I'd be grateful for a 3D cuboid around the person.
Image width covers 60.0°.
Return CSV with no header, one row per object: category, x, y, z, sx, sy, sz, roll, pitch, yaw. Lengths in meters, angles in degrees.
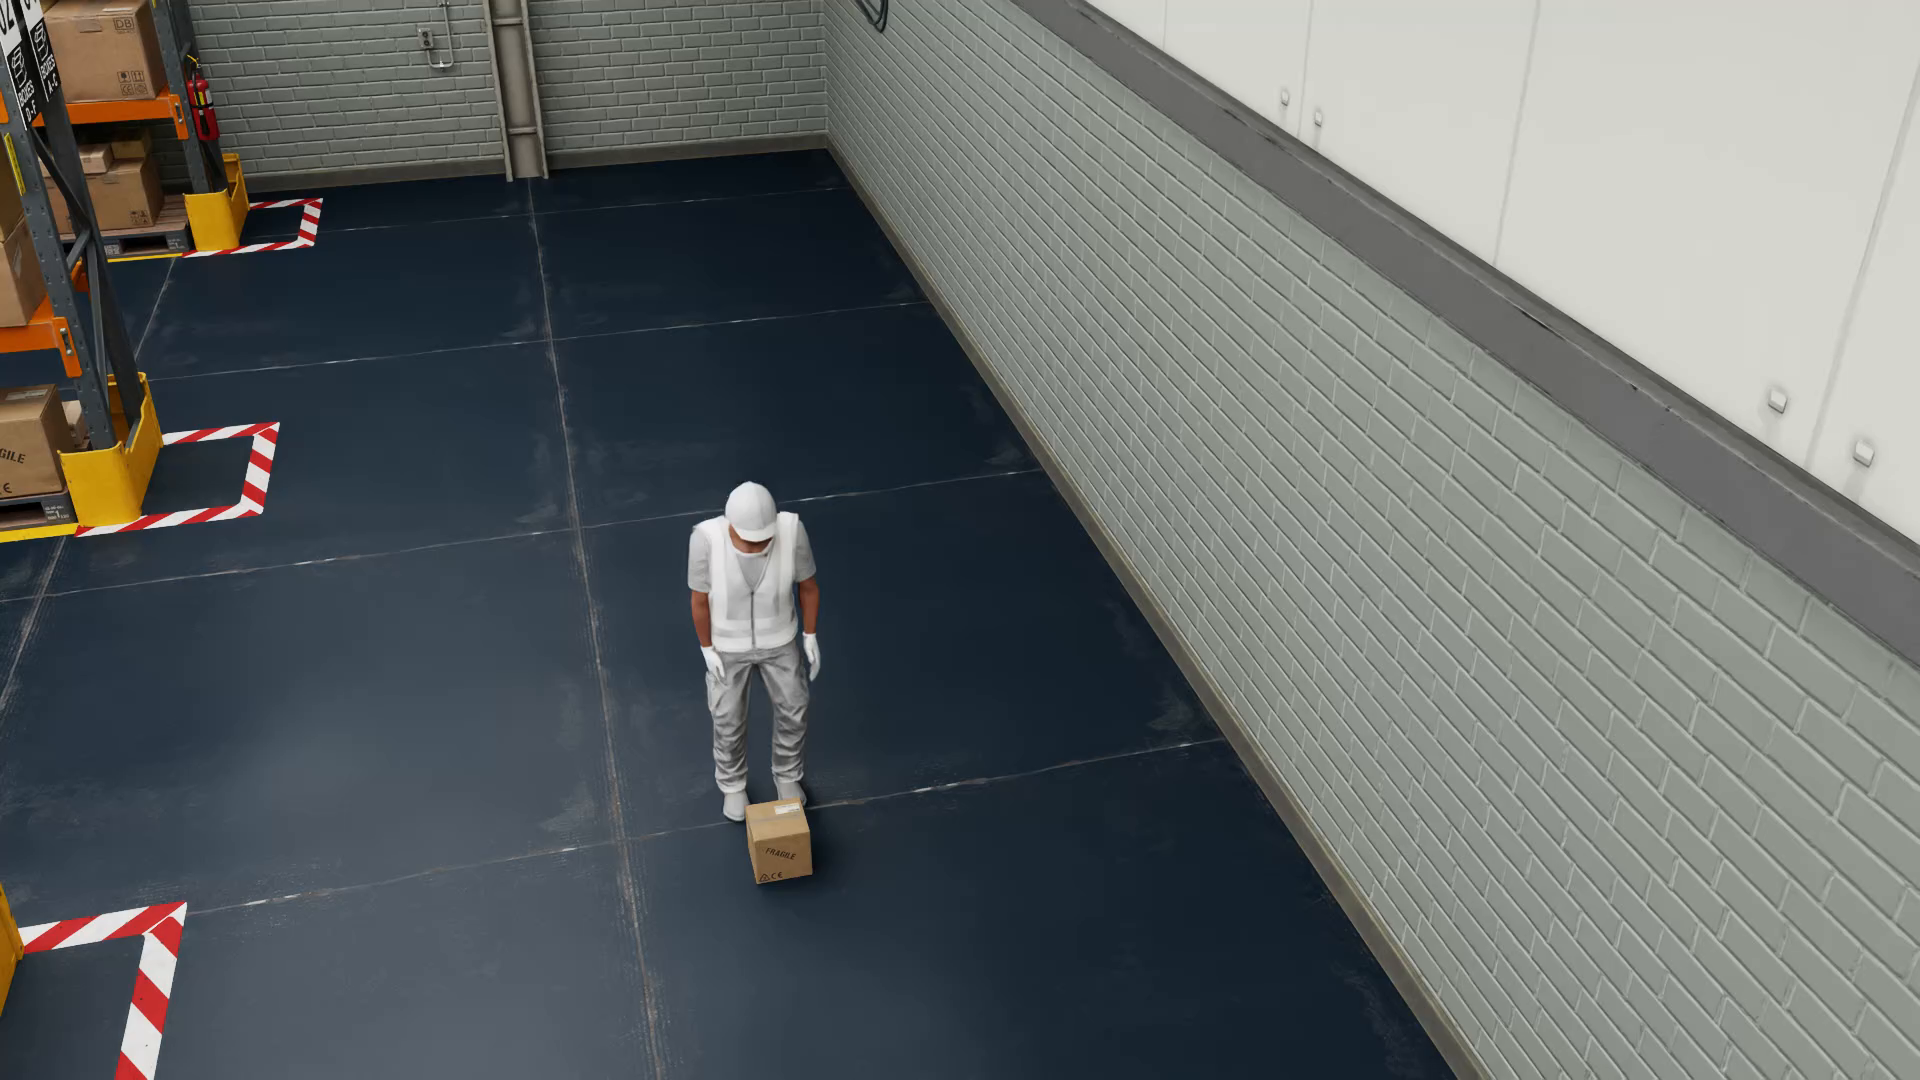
person,-0.903,0.471,7.461,0.573,1.732,0.458,-7,31,-12
